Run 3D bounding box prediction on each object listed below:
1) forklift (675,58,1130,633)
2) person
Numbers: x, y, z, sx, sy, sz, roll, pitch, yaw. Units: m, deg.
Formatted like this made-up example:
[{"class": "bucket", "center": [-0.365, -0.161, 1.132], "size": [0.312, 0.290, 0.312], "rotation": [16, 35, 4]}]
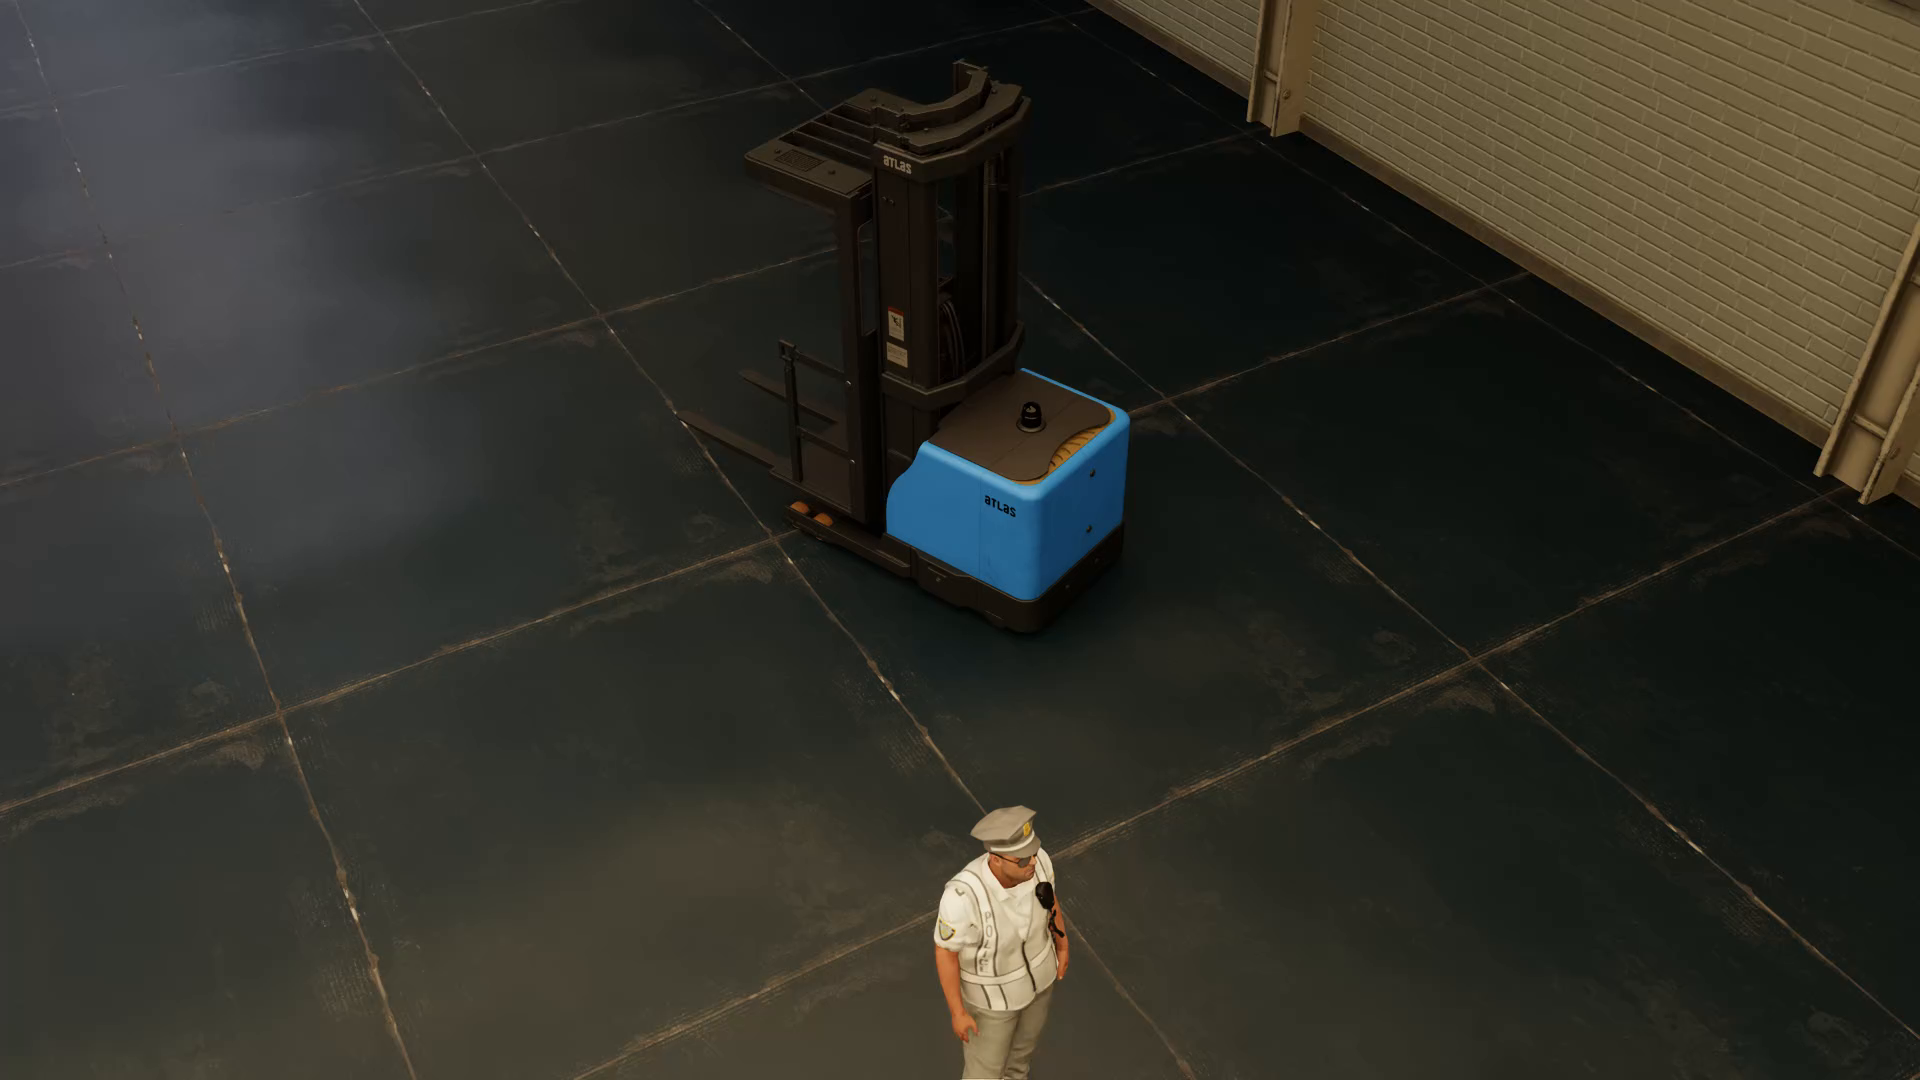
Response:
[{"class": "forklift", "center": [-0.481, -1.366, 9.683], "size": [3.031, 2.935, 1.130], "rotation": [26, 46, 28]}, {"class": "person", "center": [0.234, 1.814, 6.738], "size": [0.640, 1.781, 0.576], "rotation": [-28, 47, -30]}]
